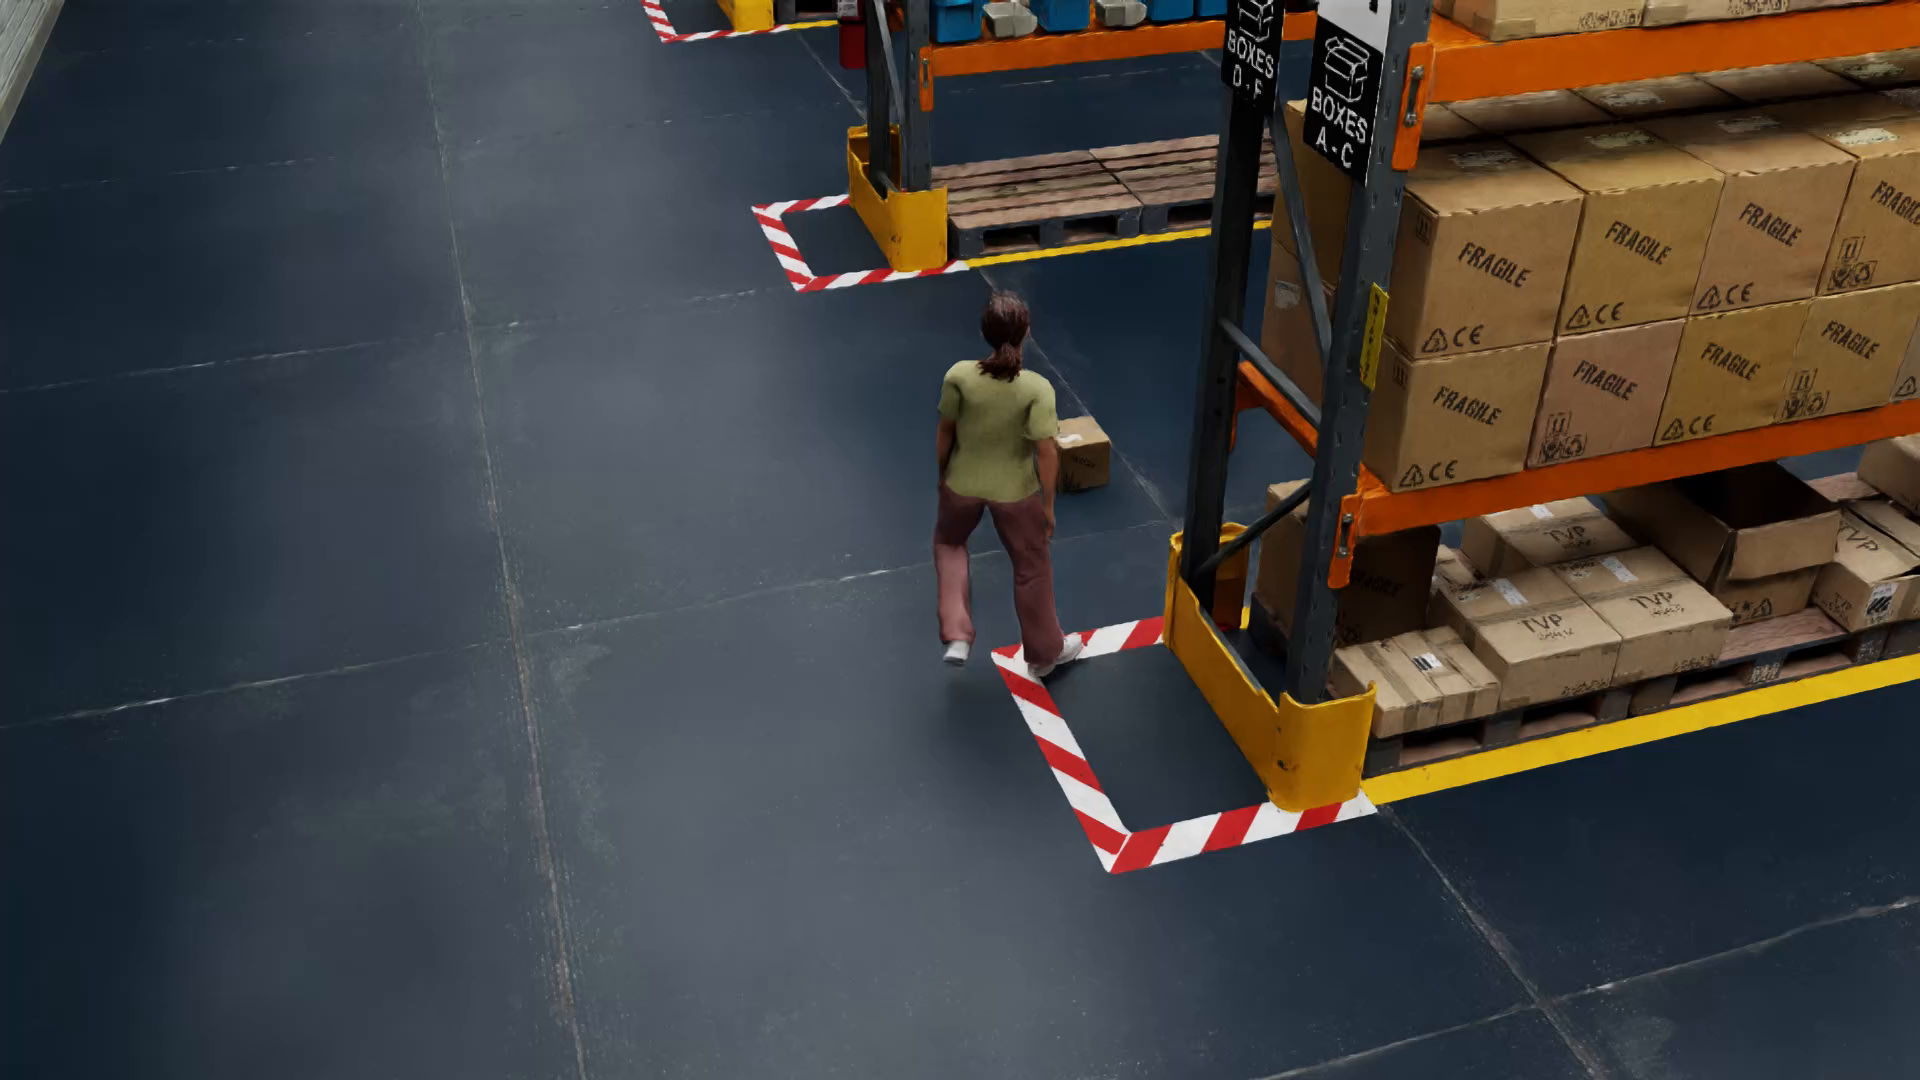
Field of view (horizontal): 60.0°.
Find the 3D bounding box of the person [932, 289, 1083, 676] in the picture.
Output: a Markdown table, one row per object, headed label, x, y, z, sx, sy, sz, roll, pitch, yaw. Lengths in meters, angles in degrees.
| label | x | y | z | sx | sy | sz | roll | pitch | yaw |
| --- | --- | --- | --- | --- | --- | --- | --- | --- | --- |
| person | 0.160 | -0.154 | 6.341 | 0.615 | 1.664 | 0.525 | 8 | 35 | 11 |
